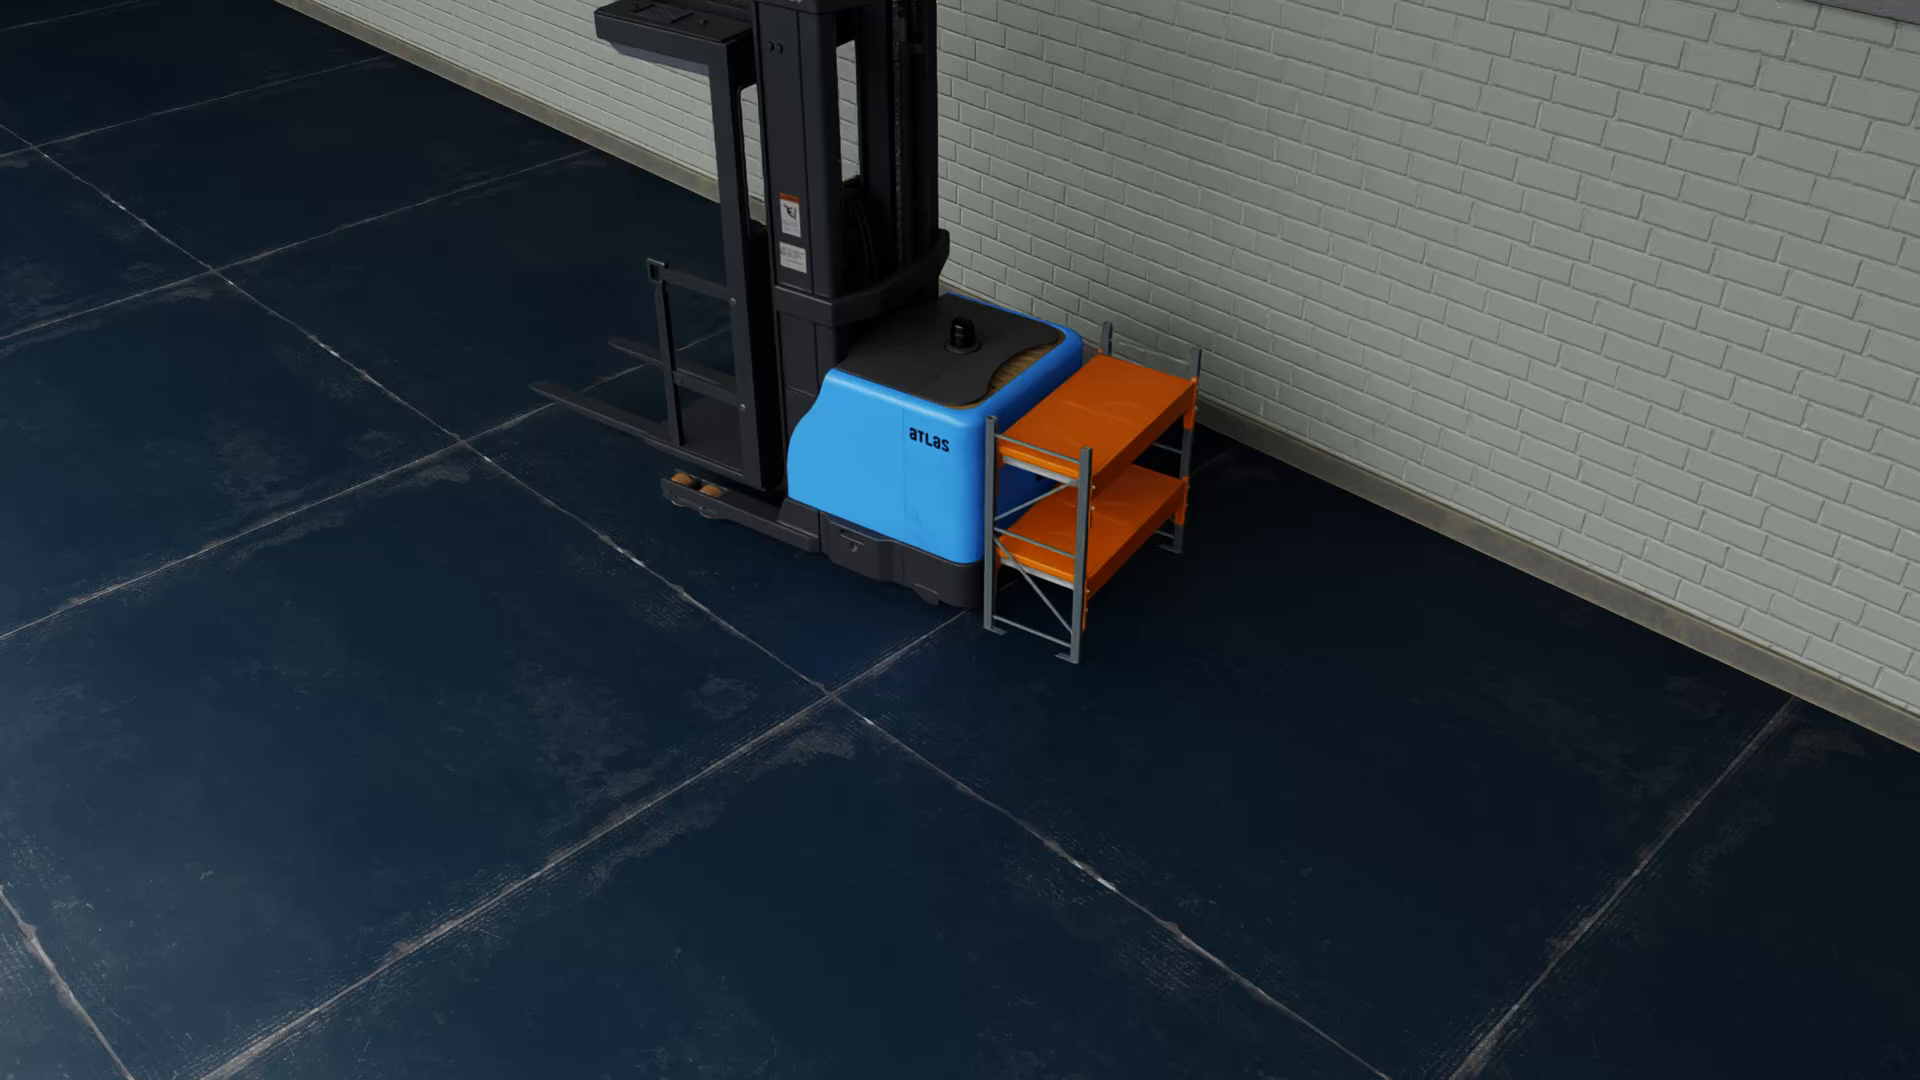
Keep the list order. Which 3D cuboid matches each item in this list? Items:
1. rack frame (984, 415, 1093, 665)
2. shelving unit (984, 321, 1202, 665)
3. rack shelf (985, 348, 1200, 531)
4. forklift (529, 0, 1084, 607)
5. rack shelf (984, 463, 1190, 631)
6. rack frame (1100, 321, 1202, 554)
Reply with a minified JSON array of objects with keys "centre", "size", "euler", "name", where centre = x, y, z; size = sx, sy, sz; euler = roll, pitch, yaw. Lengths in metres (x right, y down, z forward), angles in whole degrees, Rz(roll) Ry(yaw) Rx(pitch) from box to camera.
[{"centre":[0.327,0.014,7.246],"size":[0.500,1.125,0.032],"euler":[20,40,26],"name":"rack frame"},{"centre":[0.602,-0.230,7.597],"size":[0.538,1.125,1.048],"euler":[20,40,26],"name":"shelving unit"},{"centre":[0.602,-0.471,7.430],"size":[0.538,0.278,1.000],"euler":[20,40,26],"name":"rack shelf"},{"centre":[-0.913,-1.540,7.896],"size":[3.031,2.935,1.130],"euler":[21,40,27],"name":"forklift"},{"centre":[0.602,-0.030,7.737],"size":[0.538,0.278,1.000],"euler":[20,40,26],"name":"rack shelf"},{"centre":[0.877,-0.475,7.948],"size":[0.500,1.125,0.032],"euler":[20,40,26],"name":"rack frame"}]
